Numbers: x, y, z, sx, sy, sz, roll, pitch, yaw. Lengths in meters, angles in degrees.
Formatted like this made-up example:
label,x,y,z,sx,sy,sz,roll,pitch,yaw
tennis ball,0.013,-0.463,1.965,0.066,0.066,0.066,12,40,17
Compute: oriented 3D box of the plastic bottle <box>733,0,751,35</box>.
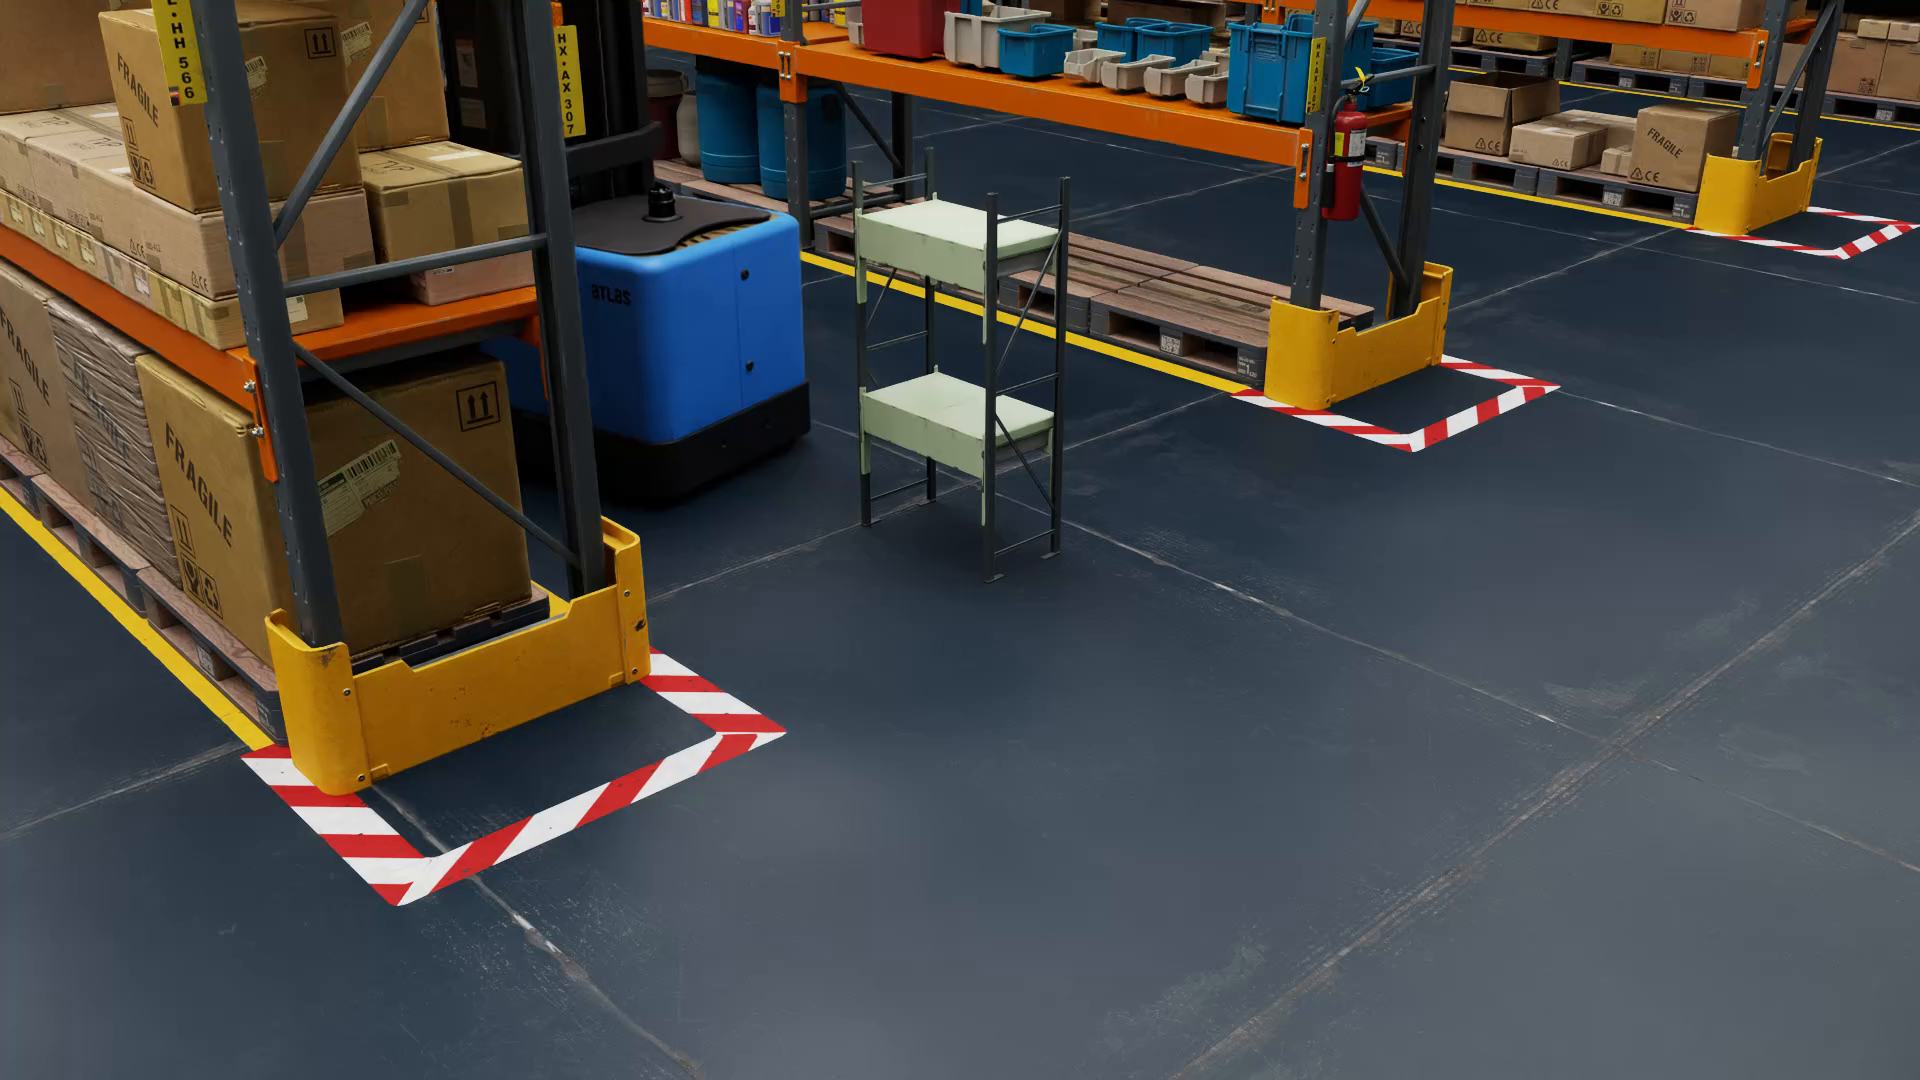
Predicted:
label,x,y,z,sx,sy,sz,roll,pitch,yaw
plastic bottle,-1.417,-3.450,10.838,0.061,0.283,0.133,-21,32,-38

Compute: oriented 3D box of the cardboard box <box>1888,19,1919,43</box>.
label,x,y,z,sx,sy,sz,roll,pitch,yaw
cardboard box,8.473,-4.536,14.804,0.380,0.149,0.250,-22,32,-39

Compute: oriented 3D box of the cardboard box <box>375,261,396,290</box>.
label,x,y,z,sx,sy,sz,roll,pitch,yaw
cardboard box,-1.780,-0.965,5.554,0.380,0.149,0.250,-22,32,-39

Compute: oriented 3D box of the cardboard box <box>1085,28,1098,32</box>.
label,x,y,z,sx,sy,sz,roll,pitch,yaw
cardboard box,1.328,-4.411,15.286,0.500,0.500,0.500,22,33,40

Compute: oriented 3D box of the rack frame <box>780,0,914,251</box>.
label,x,y,z,sx,sy,sz,roll,pitch,yaw
rack frame,-0.720,-3.418,10.628,1.000,3.000,0.127,-21,32,-38

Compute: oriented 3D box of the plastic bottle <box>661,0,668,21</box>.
label,x,y,z,sx,sy,sz,roll,pitch,yaw
plastic bottle,-2.011,-3.687,11.457,0.097,0.201,0.097,0,25,0

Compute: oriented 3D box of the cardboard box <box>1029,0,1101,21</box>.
label,x,y,z,sx,sy,sz,roll,pitch,yaw
cardboard box,1.016,-5.205,16.124,0.500,0.250,0.500,-20,31,-37

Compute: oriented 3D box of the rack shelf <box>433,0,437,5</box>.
label,x,y,z,sx,sy,sz,roll,pitch,yaw
rack shelf,-4.821,-4.908,14.762,1.077,0.370,4.000,-21,32,-38

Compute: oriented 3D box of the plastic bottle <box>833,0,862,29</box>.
label,x,y,z,sx,sy,sz,roll,pitch,yaw
plastic bottle,-0.752,-3.606,11.100,0.144,0.351,0.185,-21,32,-38

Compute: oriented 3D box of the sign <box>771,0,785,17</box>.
label,x,y,z,sx,sy,sz,roll,pitch,yaw
sign,-1.123,-3.388,10.230,0.100,0.325,0.005,-21,32,-38

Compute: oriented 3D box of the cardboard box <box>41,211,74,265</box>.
label,x,y,z,sx,sy,sz,roll,pitch,yaw
cardboard box,-2.962,-1.089,5.825,0.380,0.149,0.250,-21,32,-38

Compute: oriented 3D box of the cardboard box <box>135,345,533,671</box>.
label,x,y,z,sx,sy,sz,roll,pitch,yaw
cardboard box,-2.097,-0.197,5.621,0.875,0.875,0.875,-21,32,-38

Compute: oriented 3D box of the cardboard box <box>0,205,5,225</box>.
label,x,y,z,sx,sy,sz,roll,pitch,yaw
cardboard box,-3.490,-1.322,6.337,0.380,0.149,0.250,-21,32,-38

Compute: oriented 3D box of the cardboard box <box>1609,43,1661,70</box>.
label,x,y,z,sx,sy,sz,roll,pitch,yaw
cardboard box,6.948,-5.027,16.660,0.700,0.500,0.500,-21,32,-38

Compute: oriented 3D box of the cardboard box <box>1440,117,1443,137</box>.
label,x,y,z,sx,sy,sz,roll,pitch,yaw
cardboard box,3.626,-3.285,13.221,0.380,0.166,0.250,-21,32,-38

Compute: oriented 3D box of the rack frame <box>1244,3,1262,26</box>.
label,x,y,z,sx,sy,sz,roll,pitch,yaw
rack frame,3.778,-7.440,19.445,1.000,3.000,0.127,-21,32,-38

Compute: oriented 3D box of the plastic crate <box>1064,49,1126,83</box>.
label,x,y,z,sx,sy,sz,roll,pitch,yaw
plastic crate,0.713,-2.563,8.999,0.298,0.136,0.250,-21,32,-38

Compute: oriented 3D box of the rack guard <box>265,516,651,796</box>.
label,x,y,z,sx,sy,sz,roll,pitch,yaw
rack guard,-1.585,0.344,5.395,1.175,0.500,0.348,-21,32,-38

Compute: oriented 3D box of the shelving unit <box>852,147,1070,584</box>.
label,x,y,z,sx,sy,sz,roll,pitch,yaw
shelving unit,-0.005,-0.684,6.443,0.431,1.500,0.755,-21,32,-38

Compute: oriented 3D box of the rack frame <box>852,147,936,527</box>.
label,x,y,z,sx,sy,sz,roll,pitch,yaw
rack frame,-0.255,-0.795,6.686,0.400,1.500,0.023,-21,32,-38

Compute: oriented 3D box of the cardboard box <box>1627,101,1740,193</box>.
label,x,y,z,sx,sy,sz,roll,pitch,yaw
cardboard box,5.081,-2.768,11.685,0.500,0.500,0.500,-21,32,-38

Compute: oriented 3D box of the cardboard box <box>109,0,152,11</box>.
label,x,y,z,sx,sy,sz,roll,pitch,yaw
cardboard box,-3.487,-2.205,6.888,0.500,0.500,0.500,-21,32,-38

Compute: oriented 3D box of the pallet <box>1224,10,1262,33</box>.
label,x,y,z,sx,sy,sz,roll,pitch,yaw
pallet,3.245,-6.409,20.544,1.003,0.211,1.213,-21,32,-38

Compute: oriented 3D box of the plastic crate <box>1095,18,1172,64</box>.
label,x,y,z,sx,sy,sz,roll,pitch,yaw
plastic crate,0.980,-2.815,9.436,0.416,0.233,0.300,-21,32,-38

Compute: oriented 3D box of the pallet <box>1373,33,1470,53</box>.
label,x,y,z,sx,sy,sz,roll,pitch,yaw
pallet,5.091,-5.542,18.644,1.003,0.211,1.213,-21,32,-38

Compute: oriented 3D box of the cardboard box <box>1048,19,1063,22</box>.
label,x,y,z,sx,sy,sz,roll,pitch,yaw
cardboard box,0.975,-4.880,16.315,0.500,0.500,0.500,-20,31,-37

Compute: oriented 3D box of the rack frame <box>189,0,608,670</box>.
label,x,y,z,sx,sy,sz,roll,pitch,yaw
rack frame,-1.602,-0.801,4.892,1.000,3.000,0.127,-21,32,-38

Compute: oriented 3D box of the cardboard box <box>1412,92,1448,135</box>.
label,x,y,z,sx,sy,sz,roll,pitch,yaw
cardboard box,4.007,-3.479,13.473,0.500,0.311,0.500,-21,32,-38

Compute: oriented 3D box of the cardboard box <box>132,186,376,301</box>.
label,x,y,z,sx,sy,sz,roll,pitch,yaw
cardboard box,-2.127,-0.940,5.018,0.500,0.250,0.500,-22,32,-39

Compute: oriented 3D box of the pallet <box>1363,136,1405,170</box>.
label,x,y,z,sx,sy,sz,roll,pitch,yaw
pallet,3.367,-3.345,13.828,1.003,0.211,1.213,-21,32,-38

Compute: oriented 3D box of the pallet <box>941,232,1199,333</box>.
label,x,y,z,sx,sy,sz,roll,pitch,yaw
pallet,0.649,-1.568,9.932,1.003,0.211,1.213,-21,32,-38

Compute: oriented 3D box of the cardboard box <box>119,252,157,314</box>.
label,x,y,z,sx,sy,sz,roll,pitch,yaw
cardboard box,-2.436,-0.856,5.315,0.380,0.149,0.250,-21,32,-38

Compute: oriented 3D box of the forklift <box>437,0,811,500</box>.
label,x,y,z,sx,sy,sz,roll,pitch,yaw
forklift,-2.208,-1.952,7.498,3.031,2.935,1.130,15,28,30

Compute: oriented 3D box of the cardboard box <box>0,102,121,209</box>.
label,x,y,z,sx,sy,sz,roll,pitch,yaw
cardboard box,-3.180,-1.404,6.036,0.500,0.250,0.500,-21,32,-38

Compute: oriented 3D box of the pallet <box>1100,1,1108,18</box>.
label,x,y,z,sx,sy,sz,roll,pitch,yaw
pallet,2.415,-6.778,21.354,1.003,0.211,1.213,-21,32,-38

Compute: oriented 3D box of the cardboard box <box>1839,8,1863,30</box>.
label,x,y,z,sx,sy,sz,roll,pitch,yaw
cardboard box,8.234,-4.874,15.544,0.380,0.149,0.250,-21,32,-38

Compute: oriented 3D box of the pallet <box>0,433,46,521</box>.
label,x,y,z,sx,sy,sz,roll,pitch,yaw
pallet,-3.873,-0.492,7.573,1.003,0.211,1.213,-21,32,-38

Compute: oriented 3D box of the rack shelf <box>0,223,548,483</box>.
label,x,y,z,sx,sy,sz,roll,pitch,yaw
rack shelf,-2.969,-1.080,6.369,1.077,0.370,4.000,-21,32,-38

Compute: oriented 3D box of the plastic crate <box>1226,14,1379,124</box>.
label,x,y,z,sx,sy,sz,roll,pitch,yaw
plastic crate,1.649,-2.298,8.058,0.616,0.435,0.499,-21,32,-38

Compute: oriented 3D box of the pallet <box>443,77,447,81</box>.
label,x,y,z,sx,sy,sz,roll,pitch,yaw
pallet,-5.623,-4.346,16.022,1.003,0.211,1.213,-21,32,-38

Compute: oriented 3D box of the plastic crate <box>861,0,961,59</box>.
label,x,y,z,sx,sy,sz,roll,pitch,yaw
plastic crate,-0.293,-3.133,9.853,0.402,0.464,0.583,-21,32,-38

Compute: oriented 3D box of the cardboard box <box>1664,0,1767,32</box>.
label,x,y,z,sx,sy,sz,roll,pitch,yaw
cardboard box,5.127,-3.714,11.157,0.500,0.500,0.500,-20,31,-37

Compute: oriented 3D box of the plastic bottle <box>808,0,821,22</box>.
label,x,y,z,sx,sy,sz,roll,pitch,yaw
plastic bottle,-1.008,-3.721,11.441,0.152,0.276,0.135,-21,32,-38

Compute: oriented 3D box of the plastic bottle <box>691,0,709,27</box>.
label,x,y,z,sx,sy,sz,roll,pitch,yaw
plastic bottle,-1.714,-3.637,11.168,0.144,0.351,0.185,-21,32,-38

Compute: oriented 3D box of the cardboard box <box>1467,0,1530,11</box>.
label,x,y,z,sx,sy,sz,roll,pitch,yaw
cardboard box,4.089,-4.176,12.169,0.500,0.500,0.500,-22,32,-39

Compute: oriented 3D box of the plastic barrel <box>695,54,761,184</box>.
label,x,y,z,sx,sy,sz,roll,pitch,yaw
plastic barrel,-1.563,-3.038,11.819,0.600,0.901,0.708,-21,32,-38

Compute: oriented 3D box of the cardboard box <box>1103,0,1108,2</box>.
label,x,y,z,sx,sy,sz,roll,pitch,yaw
cardboard box,2.268,-7.188,21.375,0.700,0.500,0.500,-21,32,-38

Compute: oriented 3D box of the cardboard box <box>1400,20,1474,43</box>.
label,x,y,z,sx,sy,sz,roll,pitch,yaw
cardboard box,5.363,-5.870,18.087,0.750,0.750,0.750,-20,31,-37

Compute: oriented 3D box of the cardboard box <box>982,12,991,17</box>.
label,x,y,z,sx,sy,sz,roll,pitch,yaw
cardboard box,0.267,-4.878,16.310,0.500,0.500,0.500,-20,31,-36

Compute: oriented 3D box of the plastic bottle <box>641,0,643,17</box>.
label,x,y,z,sx,sy,sz,roll,pitch,yaw
plastic bottle,-2.262,-3.824,11.659,0.061,0.283,0.133,-21,32,-38

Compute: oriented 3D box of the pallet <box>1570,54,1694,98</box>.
label,x,y,z,sx,sy,sz,roll,pitch,yaw
pallet,6.974,-4.707,16.814,1.003,0.211,1.213,-21,32,-38

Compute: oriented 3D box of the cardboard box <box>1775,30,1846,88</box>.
label,x,y,z,sx,sy,sz,roll,pitch,yaw
cardboard box,8.008,-4.558,15.632,0.500,0.500,0.700,23,33,40

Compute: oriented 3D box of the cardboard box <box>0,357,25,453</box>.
label,x,y,z,sx,sy,sz,roll,pitch,yaw
cardboard box,-3.943,-1.015,7.414,0.875,0.875,0.875,-21,32,-38

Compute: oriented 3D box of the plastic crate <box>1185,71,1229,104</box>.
label,x,y,z,sx,sy,sz,roll,pitch,yaw
plastic crate,1.324,-2.309,8.443,0.396,0.136,0.243,-21,32,-38

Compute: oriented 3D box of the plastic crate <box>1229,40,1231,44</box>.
label,x,y,z,sx,sy,sz,roll,pitch,yaw
plastic crate,1.635,-2.525,8.800,0.416,0.233,0.300,-21,32,-38

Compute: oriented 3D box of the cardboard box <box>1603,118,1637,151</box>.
label,x,y,z,sx,sy,sz,roll,pitch,yaw
cardboard box,5.126,-2.956,12.398,0.500,0.250,0.500,-21,32,-38
